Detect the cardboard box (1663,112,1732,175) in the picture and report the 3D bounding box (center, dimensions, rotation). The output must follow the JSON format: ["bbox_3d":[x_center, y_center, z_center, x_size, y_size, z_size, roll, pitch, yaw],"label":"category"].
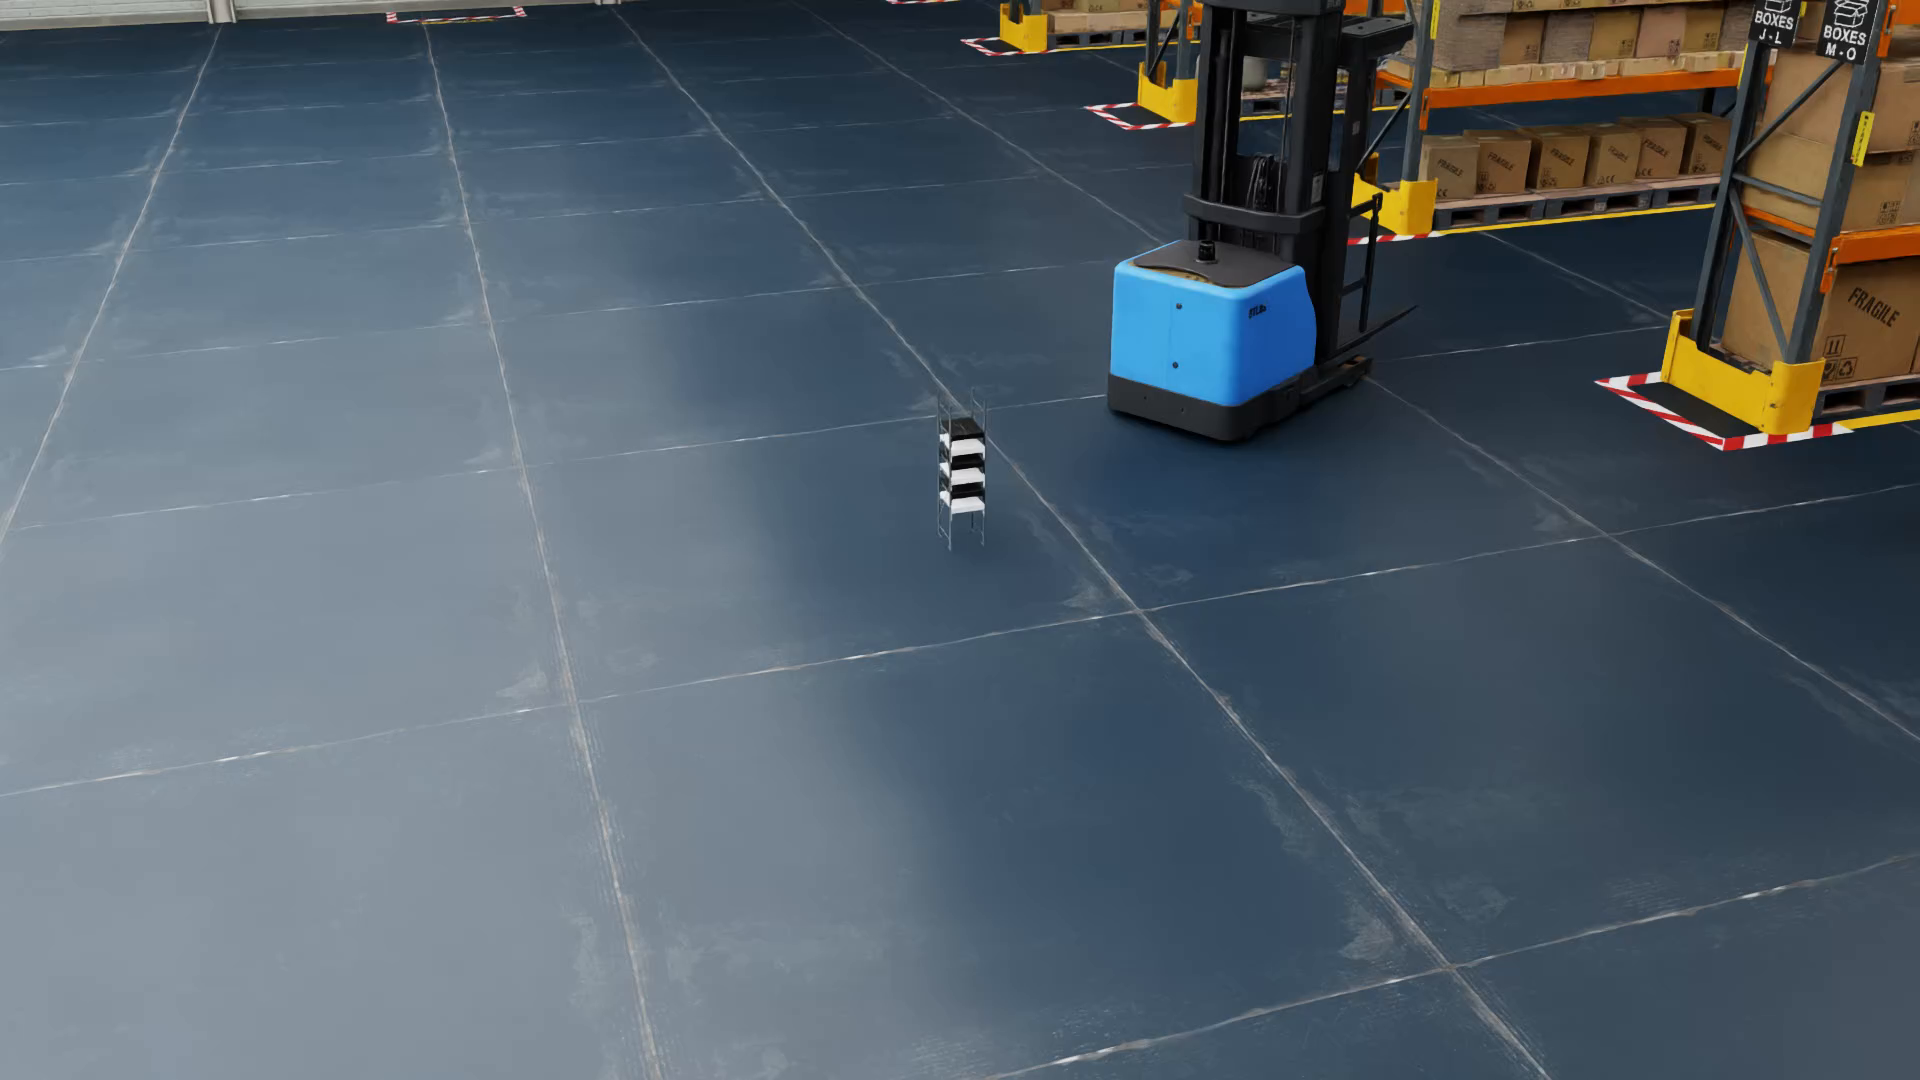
[{"bbox_3d":[7.420,-4.004,16.780,0.500,0.500,0.500,-9,28,-18],"label":"cardboard box"}]

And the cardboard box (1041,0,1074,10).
[{"bbox_3d":[1.362,-8.104,24.476,0.500,0.500,0.500,-8,28,-16],"label":"cardboard box"}]

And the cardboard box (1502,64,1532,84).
[{"bbox_3d":[5.071,-4.346,15.414,0.250,0.149,0.380,-8,28,-16],"label":"cardboard box"}]

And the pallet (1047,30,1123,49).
[{"bbox_3d":[1.659,-7.486,24.591,1.213,0.211,1.003,-8,28,-16],"label":"pallet"}]

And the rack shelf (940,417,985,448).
[{"bbox_3d":[0.008,-0.616,9.447,0.200,0.077,0.258,-8,28,-16],"label":"rack shelf"}]

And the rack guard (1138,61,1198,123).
[{"bbox_3d":[2.533,-5.427,20.120,0.348,0.500,1.175,-8,28,-16],"label":"rack guard"}]

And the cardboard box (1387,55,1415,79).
[{"bbox_3d":[4.216,-4.437,15.596,0.250,0.149,0.380,-8,28,-16],"label":"cardboard box"}]

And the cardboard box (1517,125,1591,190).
[{"bbox_3d":[5.767,-3.745,16.259,0.500,0.500,0.500,-6,27,-11],"label":"cardboard box"}]

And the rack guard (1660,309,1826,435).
[{"bbox_3d":[5.426,-1.189,11.582,0.348,0.500,1.175,-8,28,-16],"label":"rack guard"}]

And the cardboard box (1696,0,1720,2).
[{"bbox_3d":[6.995,-5.352,15.585,0.500,0.500,0.500,-8,28,-16],"label":"cardboard box"}]

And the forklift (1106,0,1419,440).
[{"bbox_3d":[2.347,-2.544,11.579,1.130,2.935,3.031,21,33,35],"label":"forklift"}]

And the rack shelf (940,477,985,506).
[{"bbox_3d":[0.008,-0.294,9.607,0.200,0.077,0.258,-8,28,-16],"label":"rack shelf"}]

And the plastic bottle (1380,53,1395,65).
[{"bbox_3d":[5.427,-6.081,21.111,0.185,0.351,0.144,-8,28,-16],"label":"plastic bottle"}]

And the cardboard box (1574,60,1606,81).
[{"bbox_3d":[5.810,-4.414,15.550,0.250,0.149,0.380,-8,28,-16],"label":"cardboard box"}]

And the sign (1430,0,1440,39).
[{"bbox_3d":[4.177,-4.581,14.630,0.005,0.325,0.100,-8,28,-16],"label":"sign"}]

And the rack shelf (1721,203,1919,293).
[{"bbox_3d":[7.350,-2.265,11.747,4.000,0.370,1.077,-8,28,-16],"label":"rack shelf"}]

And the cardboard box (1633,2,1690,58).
[{"bbox_3d":[6.435,-4.950,15.901,0.500,0.500,0.875,-8,28,-16],"label":"cardboard box"}]

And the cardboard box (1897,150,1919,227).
[{"bbox_3d":[6.304,-2.534,11.312,0.550,0.550,0.875,-8,28,-16],"label":"cardboard box"}]

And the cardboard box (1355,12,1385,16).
[{"bbox_3d":[6.186,-8.212,25.538,0.500,0.250,0.500,-9,28,-18],"label":"cardboard box"}]

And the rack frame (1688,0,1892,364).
[{"bbox_3d":[5.449,-2.312,11.033,0.127,3.000,1.000,-8,28,-16],"label":"rack frame"}]

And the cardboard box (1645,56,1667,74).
[{"bbox_3d":[6.495,-4.556,15.836,0.250,0.149,0.380,-8,28,-16],"label":"cardboard box"}]

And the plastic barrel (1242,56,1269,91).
[{"bbox_3d":[3.554,-5.782,20.350,0.421,0.512,0.421,0,26,0],"label":"plastic barrel"}]

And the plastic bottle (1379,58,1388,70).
[{"bbox_3d":[5.266,-5.797,20.537,0.185,0.351,0.144,-8,28,-16],"label":"plastic bottle"}]

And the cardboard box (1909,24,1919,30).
[{"bbox_3d":[9.432,-5.485,16.838,0.637,0.503,0.797,-5,27,-11],"label":"cardboard box"}]

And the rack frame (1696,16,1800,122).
[{"bbox_3d":[7.812,-4.973,16.395,0.127,3.000,1.000,-8,28,-16],"label":"rack frame"}]

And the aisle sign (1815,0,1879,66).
[{"bbox_3d":[5.474,-3.339,10.180,0.004,0.787,0.394,-8,28,-16],"label":"aisle sign"}]

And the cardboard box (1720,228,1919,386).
[{"bbox_3d":[6.073,-1.669,11.656,0.875,0.875,0.875,-8,28,-16],"label":"cardboard box"}]

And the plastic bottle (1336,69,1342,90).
[{"bbox_3d":[4.621,-5.657,20.345,0.097,0.271,0.097,0,26,0],"label":"plastic bottle"}]

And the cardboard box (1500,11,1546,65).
[{"bbox_3d":[4.979,-4.784,15.567,0.500,0.500,0.875,-8,28,-16],"label":"cardboard box"}]

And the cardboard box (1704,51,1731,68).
[{"bbox_3d":[7.202,-4.668,16.061,0.250,0.149,0.380,-8,28,-16],"label":"cardboard box"}]

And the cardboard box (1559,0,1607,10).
[{"bbox_3d":[5.569,-5.144,15.167,0.500,0.500,0.500,-8,28,-16],"label":"cardboard box"}]

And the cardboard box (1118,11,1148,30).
[{"bbox_3d":[2.473,-7.687,24.480,0.500,0.250,0.500,-8,28,-16],"label":"cardboard box"}]

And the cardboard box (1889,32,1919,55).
[{"bbox_3d":[6.308,-3.012,11.060,0.550,0.550,0.875,-8,28,-16],"label":"cardboard box"}]

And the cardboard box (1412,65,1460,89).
[{"bbox_3d":[4.354,-4.248,15.217,0.250,0.149,0.380,-8,28,-16],"label":"cardboard box"}]

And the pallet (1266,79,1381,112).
[{"bbox_3d":[4.465,-5.574,20.740,1.213,0.211,1.003,-8,28,-16],"label":"pallet"}]

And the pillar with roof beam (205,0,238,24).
[{"bbox_3d":[-10.272,-10.382,20.543,0.400,9.000,9.100,-8,28,-16],"label":"pillar with roof beam"}]

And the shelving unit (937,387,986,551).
[{"bbox_3d":[0.008,-0.404,9.552,0.210,0.900,0.258,-8,28,-16],"label":"shelving unit"}]

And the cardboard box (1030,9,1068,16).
[{"bbox_3d":[1.363,-7.767,24.641,0.500,0.250,0.500,-8,28,-16],"label":"cardboard box"}]

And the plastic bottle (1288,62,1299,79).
[{"bbox_3d":[4.191,-5.959,20.940,0.133,0.283,0.061,-8,27,-15],"label":"plastic bottle"}]

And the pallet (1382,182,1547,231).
[{"bbox_3d":[4.865,-3.281,16.121,1.213,0.211,1.003,-8,28,-16],"label":"pallet"}]

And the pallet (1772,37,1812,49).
[{"bbox_3d":[8.584,-4.931,16.525,1.213,0.211,1.003,-8,28,-16],"label":"pallet"}]
